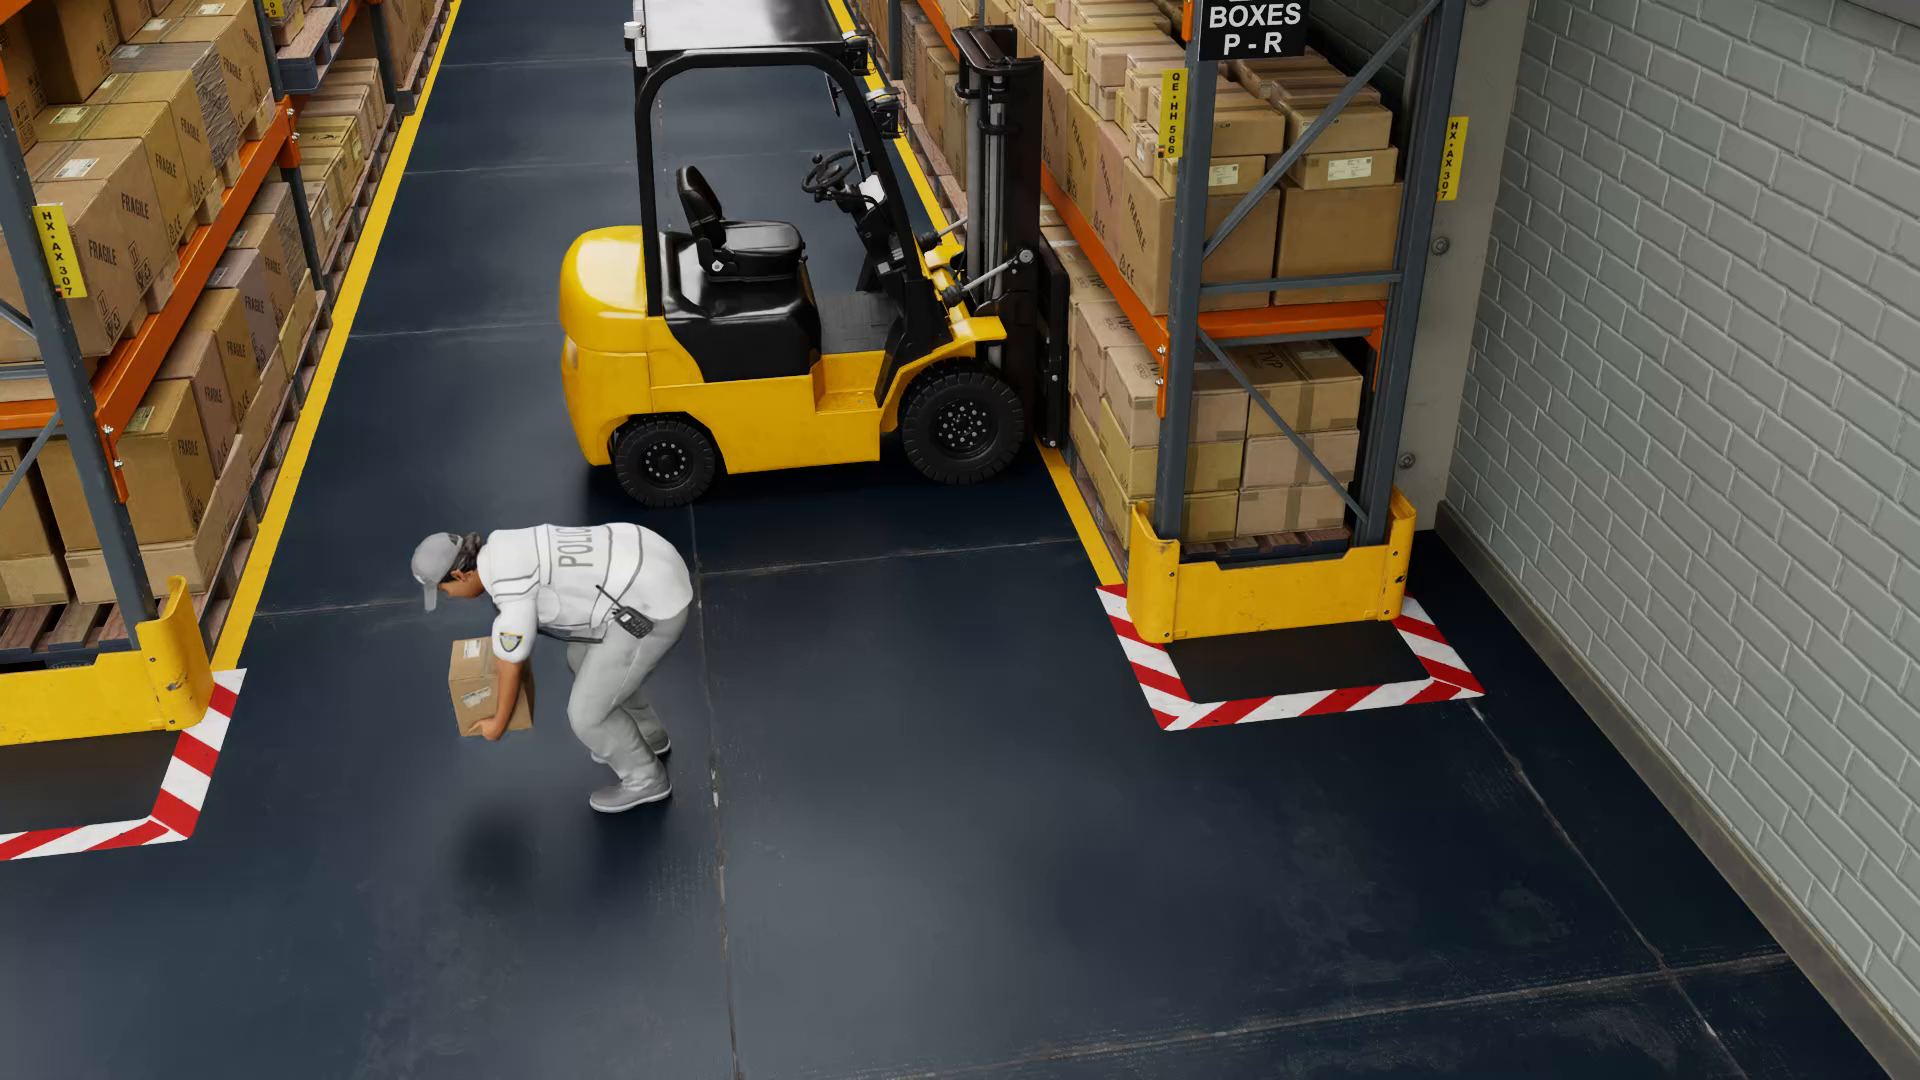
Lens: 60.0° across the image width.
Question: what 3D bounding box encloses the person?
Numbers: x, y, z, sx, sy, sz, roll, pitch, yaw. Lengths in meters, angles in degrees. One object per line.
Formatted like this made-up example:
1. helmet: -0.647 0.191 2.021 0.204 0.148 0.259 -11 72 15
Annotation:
1. person: -1.284 0.398 5.958 0.683 1.029 0.495 -7 32 -11
